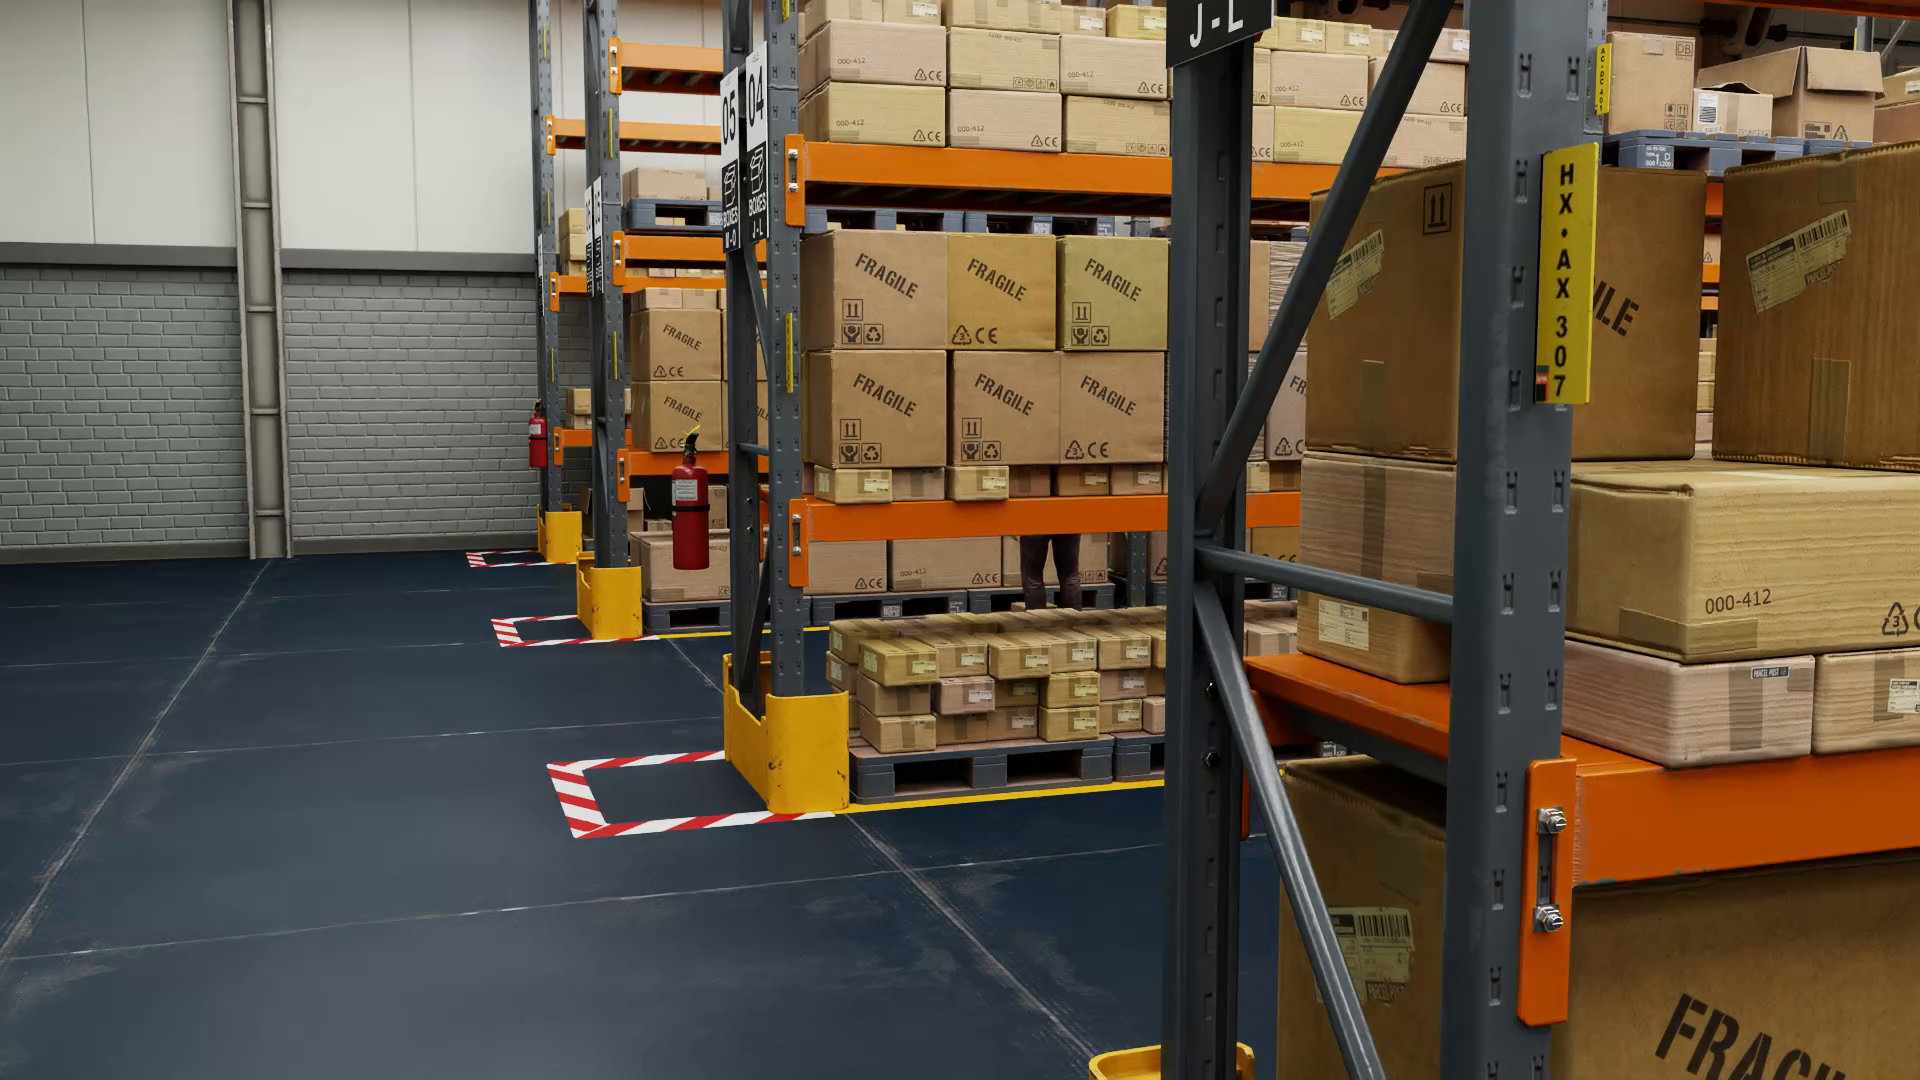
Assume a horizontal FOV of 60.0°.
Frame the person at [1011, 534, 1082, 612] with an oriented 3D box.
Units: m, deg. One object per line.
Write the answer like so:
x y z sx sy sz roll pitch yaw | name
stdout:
0.598 -0.135 11.288 0.591 1.722 0.465 -2 6 -21 | person
